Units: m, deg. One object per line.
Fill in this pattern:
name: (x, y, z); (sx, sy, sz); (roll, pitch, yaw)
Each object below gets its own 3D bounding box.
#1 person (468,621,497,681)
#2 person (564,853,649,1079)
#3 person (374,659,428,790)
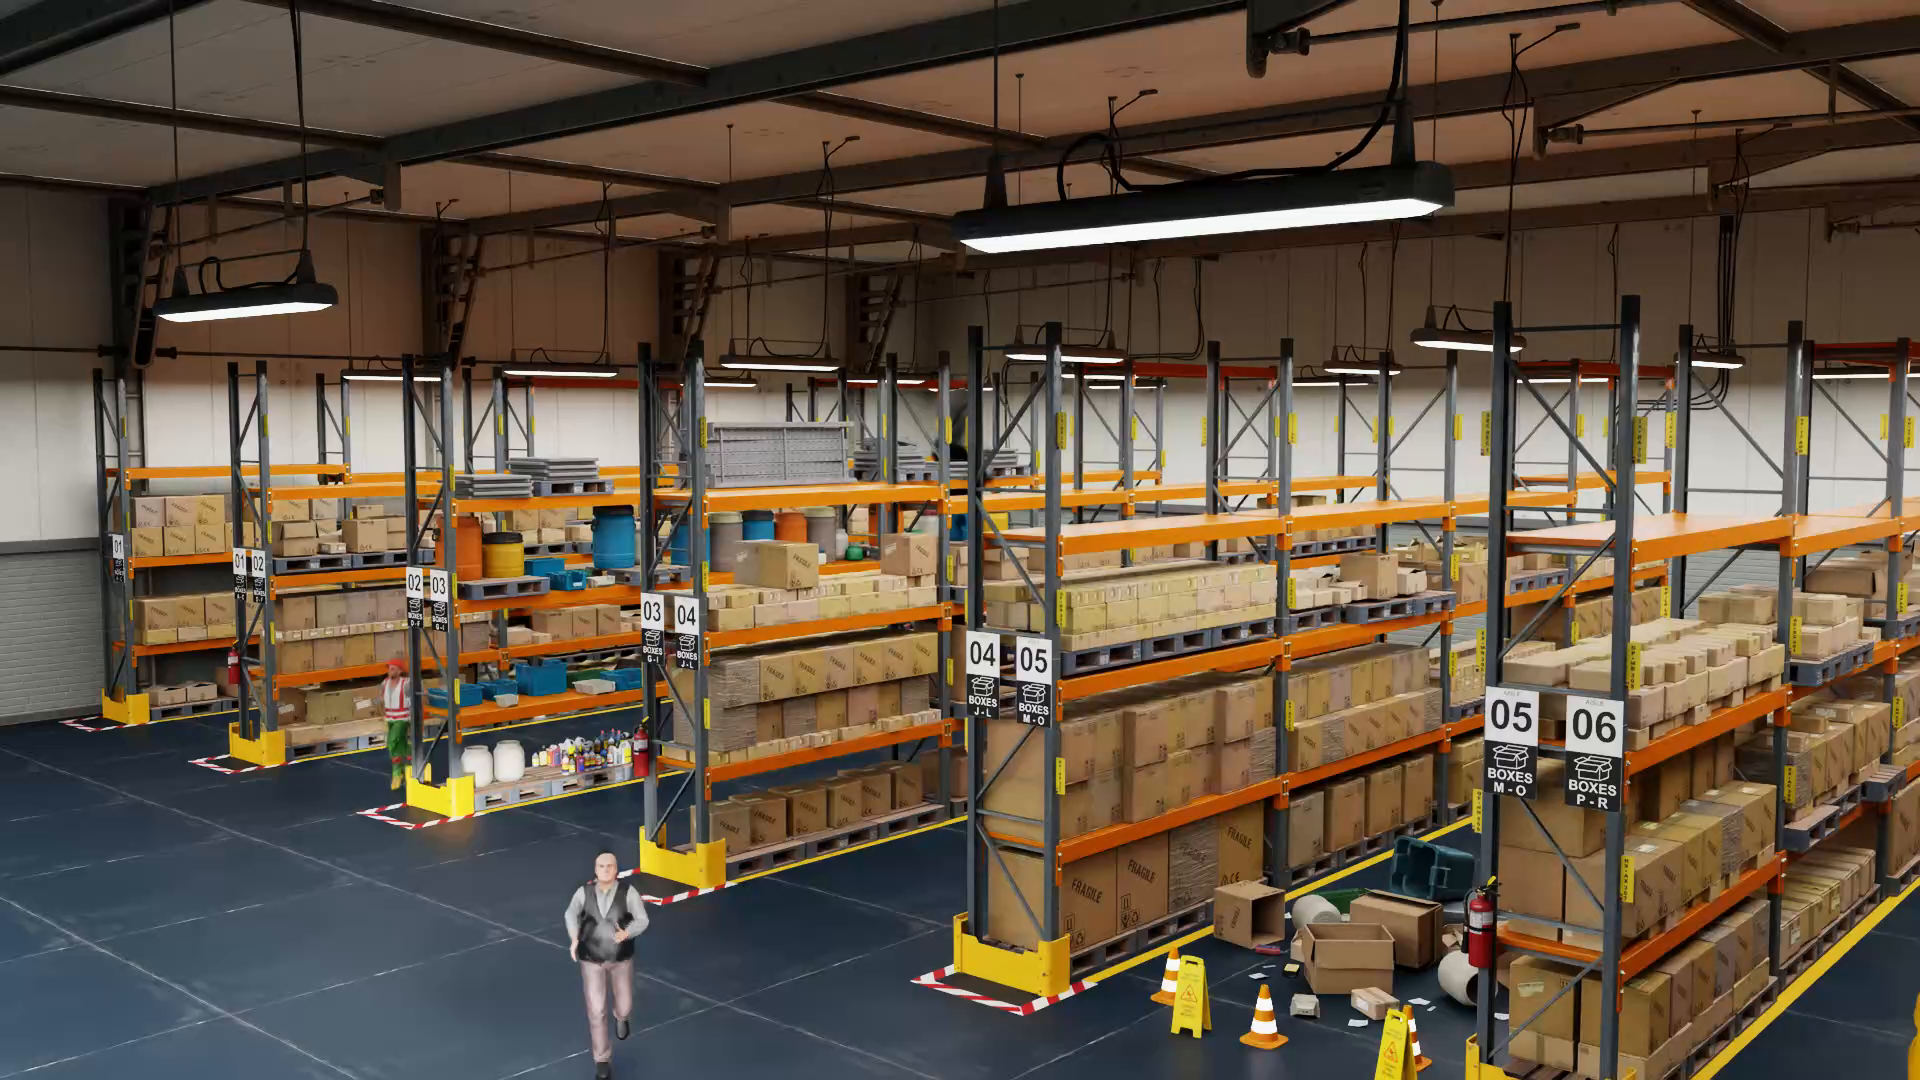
person: (-8.836, 2.058, 30.736); (0.699, 1.745, 0.786); (2, 5, 29)
person: (-2.818, 3.340, 13.262); (0.669, 1.697, 0.875); (-1, 4, -10)
person: (-7.873, 2.564, 23.397); (0.631, 1.823, 0.825); (2, 5, 26)
